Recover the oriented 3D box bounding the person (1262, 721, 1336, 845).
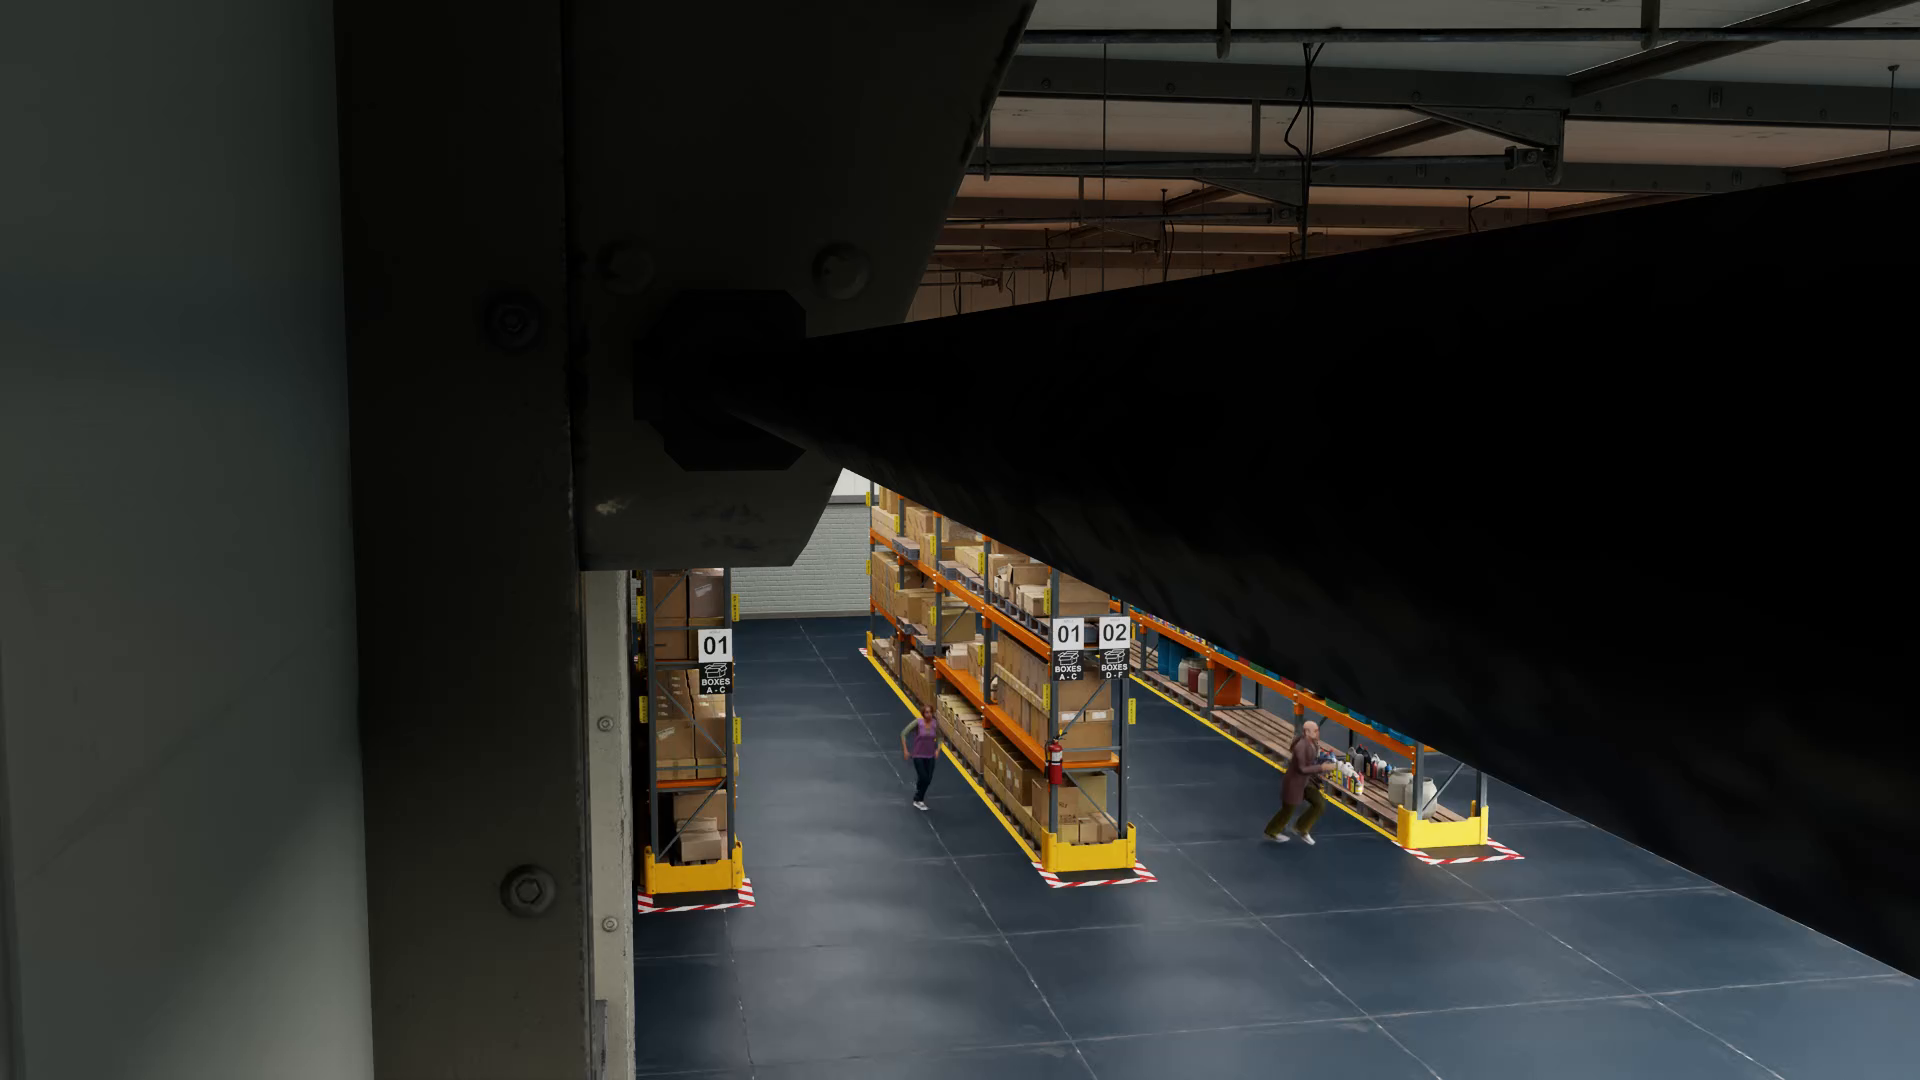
[{"bbox_3d":[4.457,3.196,21.845,0.983,1.705,0.614,4,7,34],"label":"person"}]

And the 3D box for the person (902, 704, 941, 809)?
[{"bbox_3d":[-0.542,3.092,23.701,0.572,1.556,0.506,-2,6,-19],"label":"person"}]
